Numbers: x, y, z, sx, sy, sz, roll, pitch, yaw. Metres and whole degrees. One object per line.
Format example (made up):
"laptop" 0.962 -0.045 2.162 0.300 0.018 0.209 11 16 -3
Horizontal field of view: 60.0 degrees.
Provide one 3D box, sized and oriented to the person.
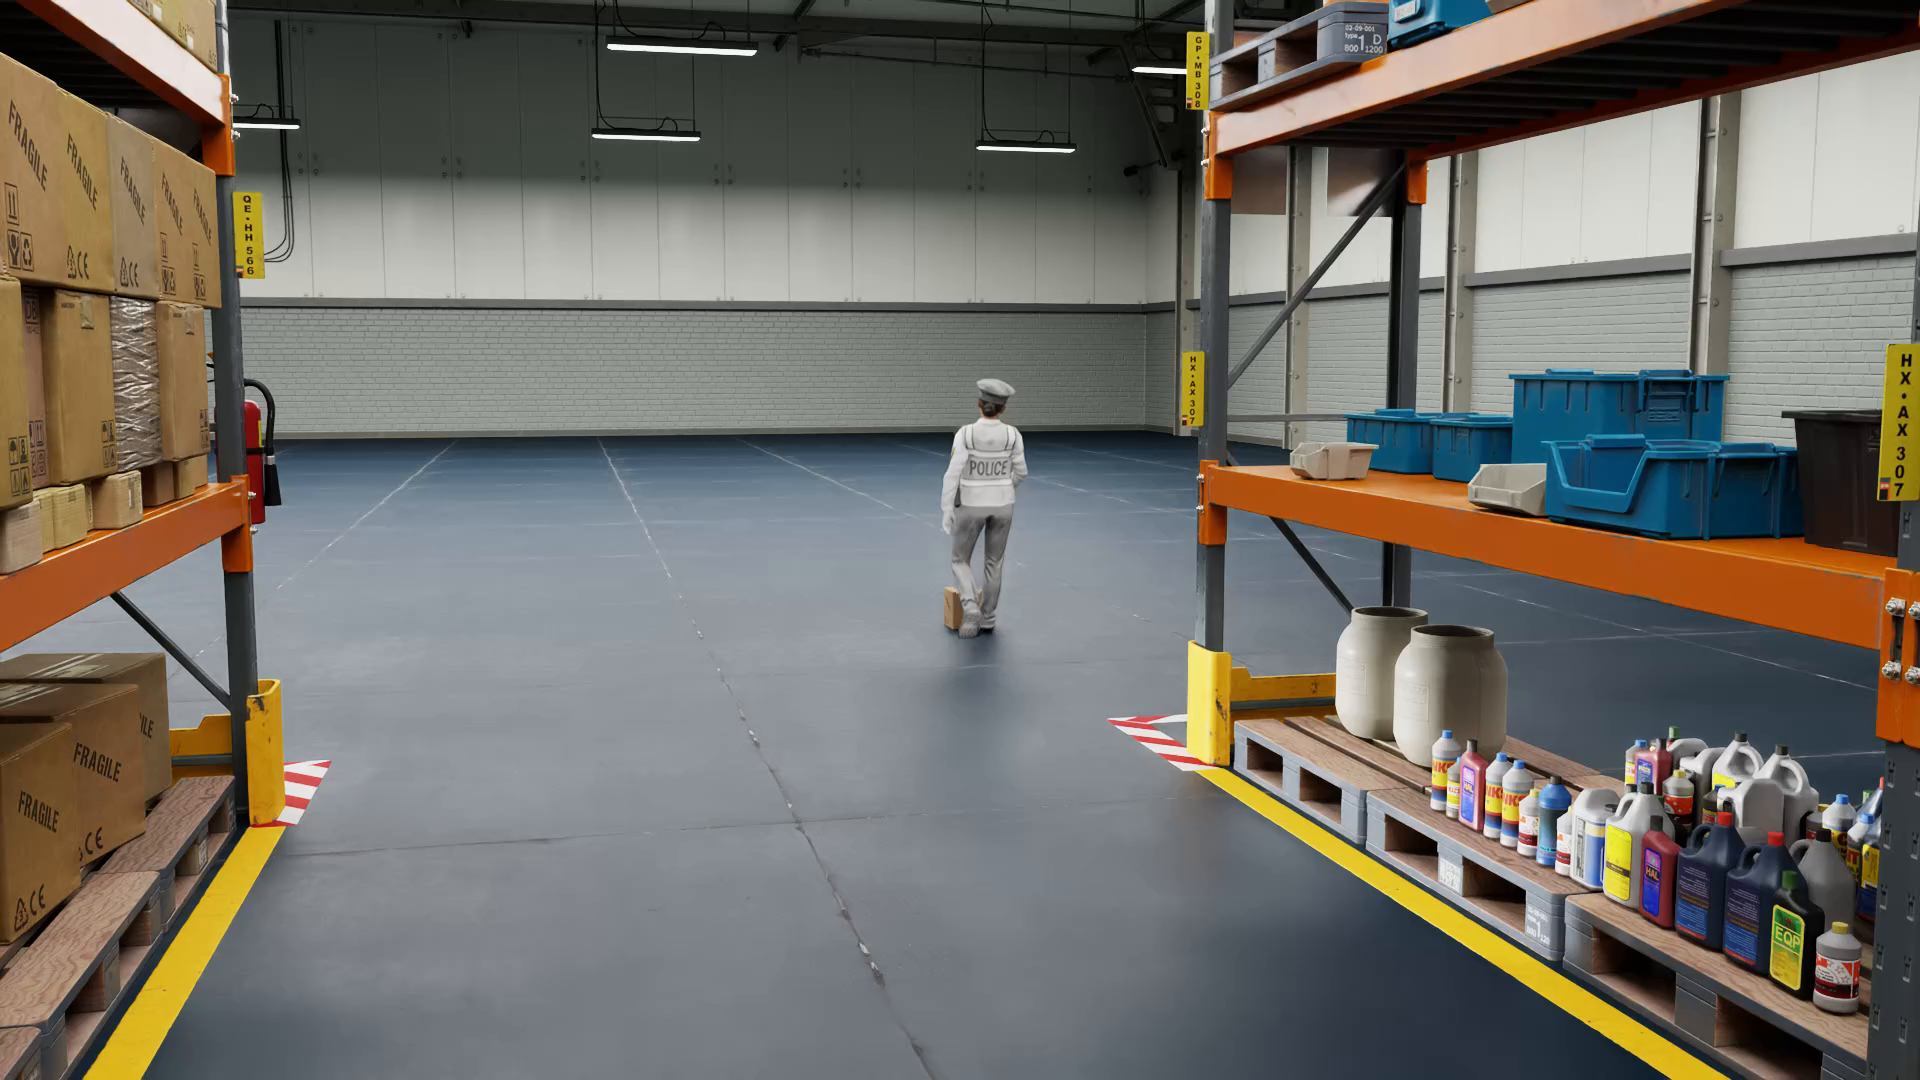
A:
"person" 0.145 -0.209 10.590 0.554 1.622 0.793 -1 6 -9
